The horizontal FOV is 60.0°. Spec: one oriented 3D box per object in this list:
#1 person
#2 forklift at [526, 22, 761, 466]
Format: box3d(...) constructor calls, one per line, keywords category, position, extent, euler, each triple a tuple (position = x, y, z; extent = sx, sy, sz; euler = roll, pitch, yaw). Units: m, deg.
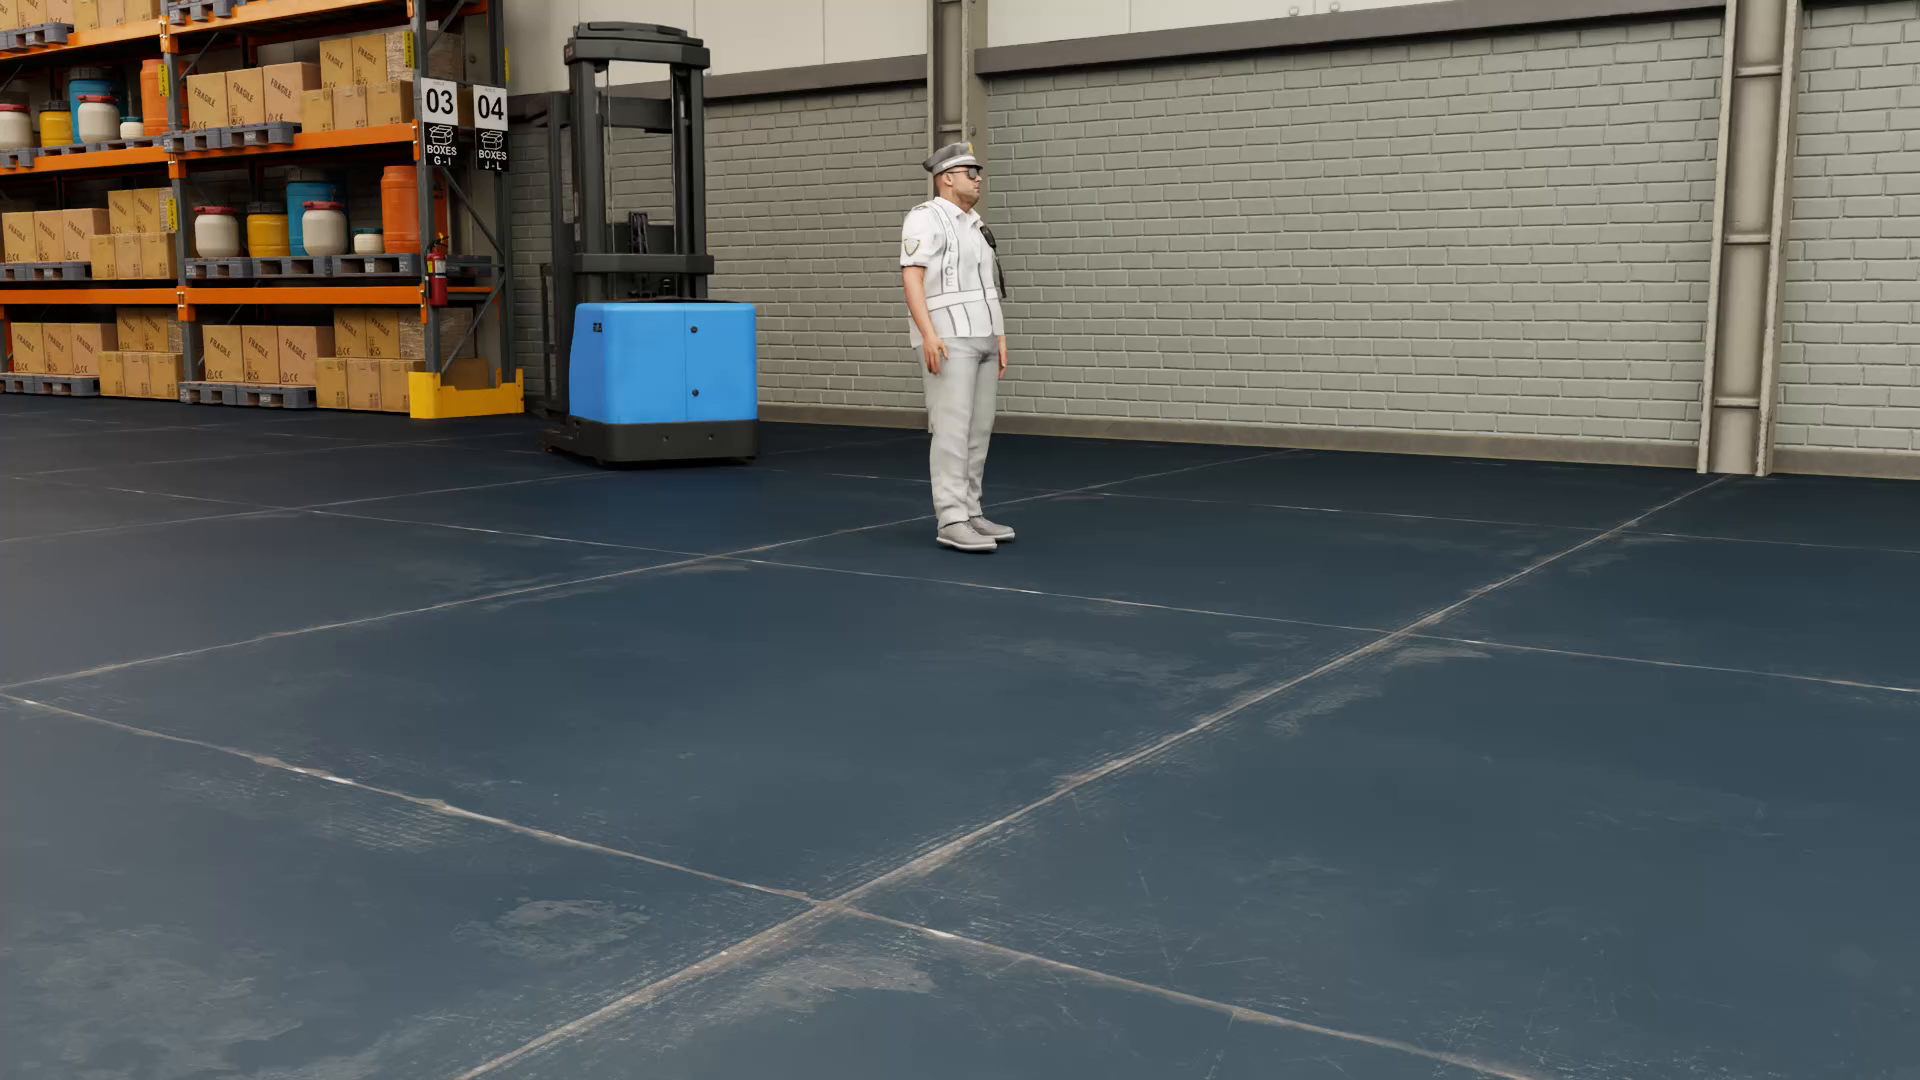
box3d(category="person", position=(0.058, -0.882, 7.424), extent=(0.574, 1.780, 0.641), euler=(5, 10, 34))
box3d(category="forklift", position=(-2.439, -2.097, 11.939), extent=(1.130, 2.935, 3.031), euler=(-4, 9, -26))
